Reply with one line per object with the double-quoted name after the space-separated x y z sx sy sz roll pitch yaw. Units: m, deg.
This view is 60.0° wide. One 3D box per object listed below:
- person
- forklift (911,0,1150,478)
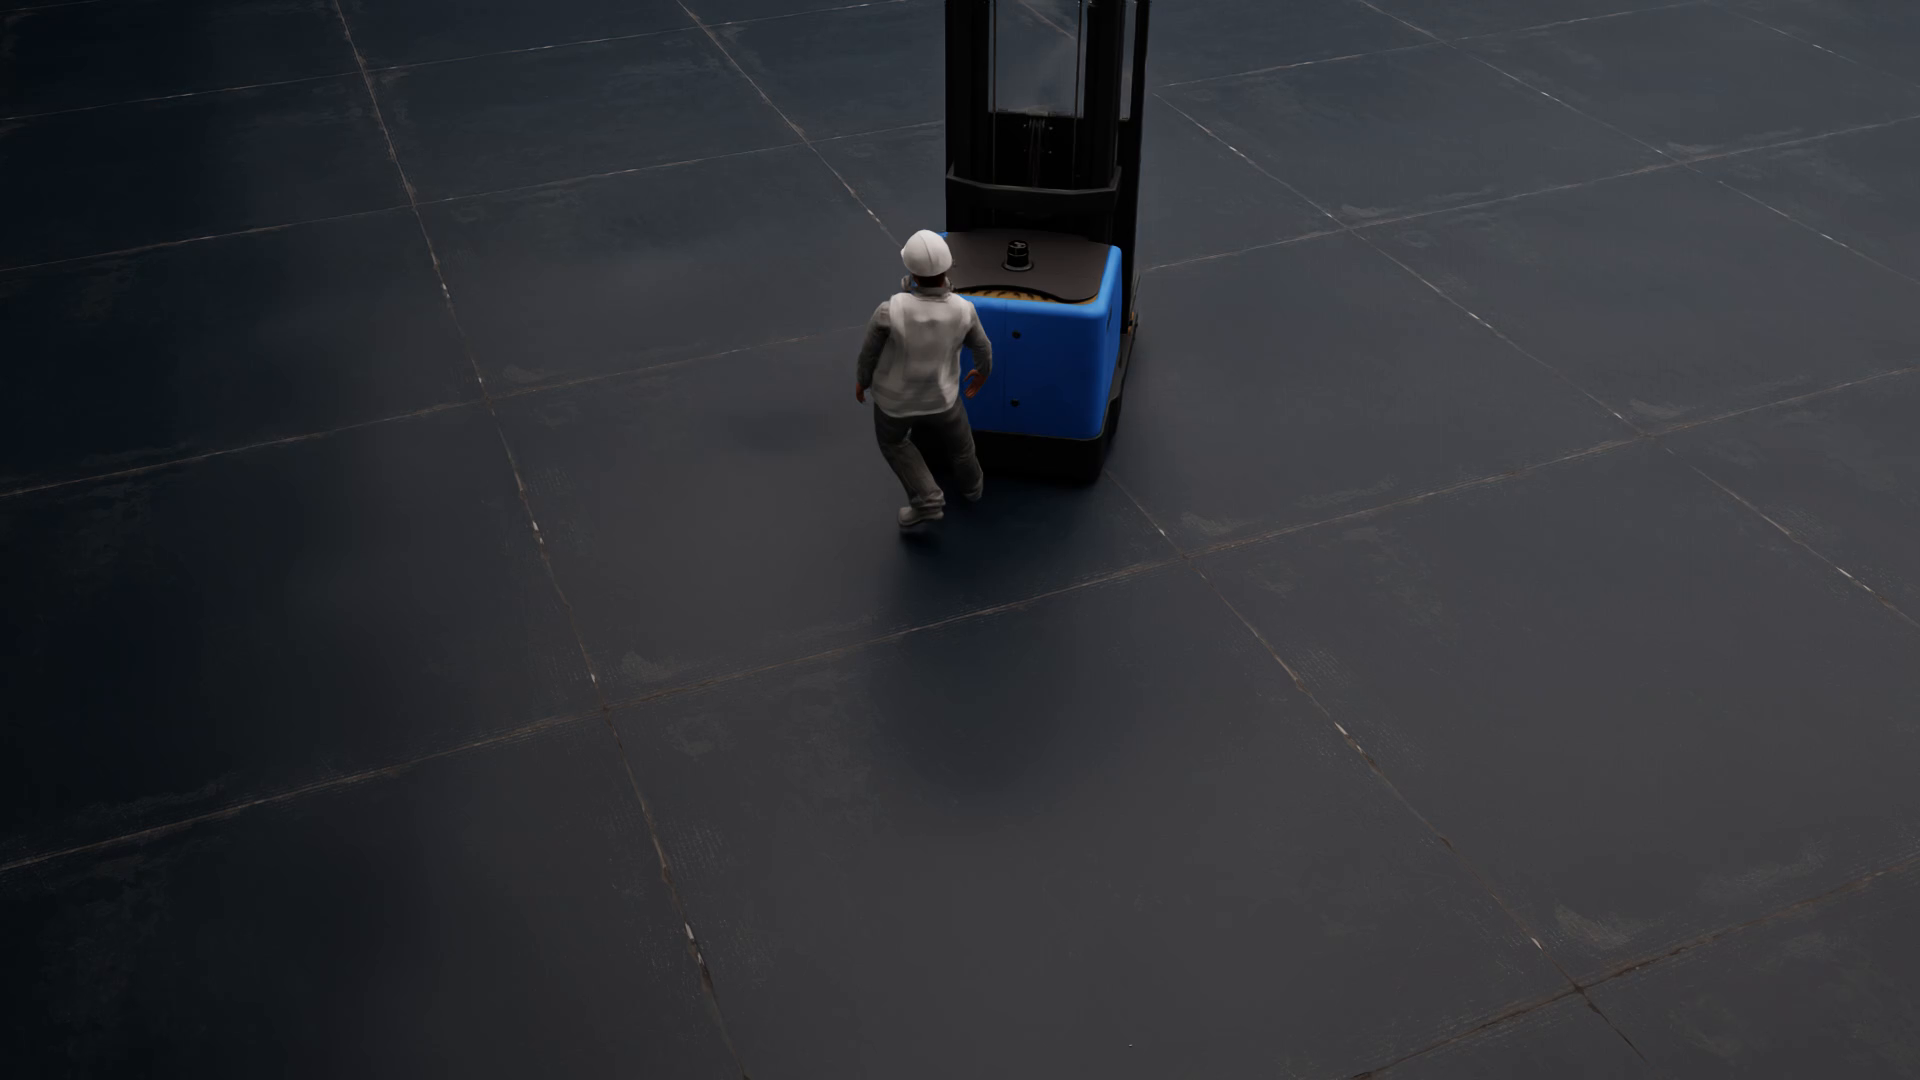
-0.184 -0.834 8.339 0.697 1.711 0.710 -6 36 -8 "person"
0.507 -2.377 9.441 1.130 2.935 3.031 6 36 9 "forklift"
